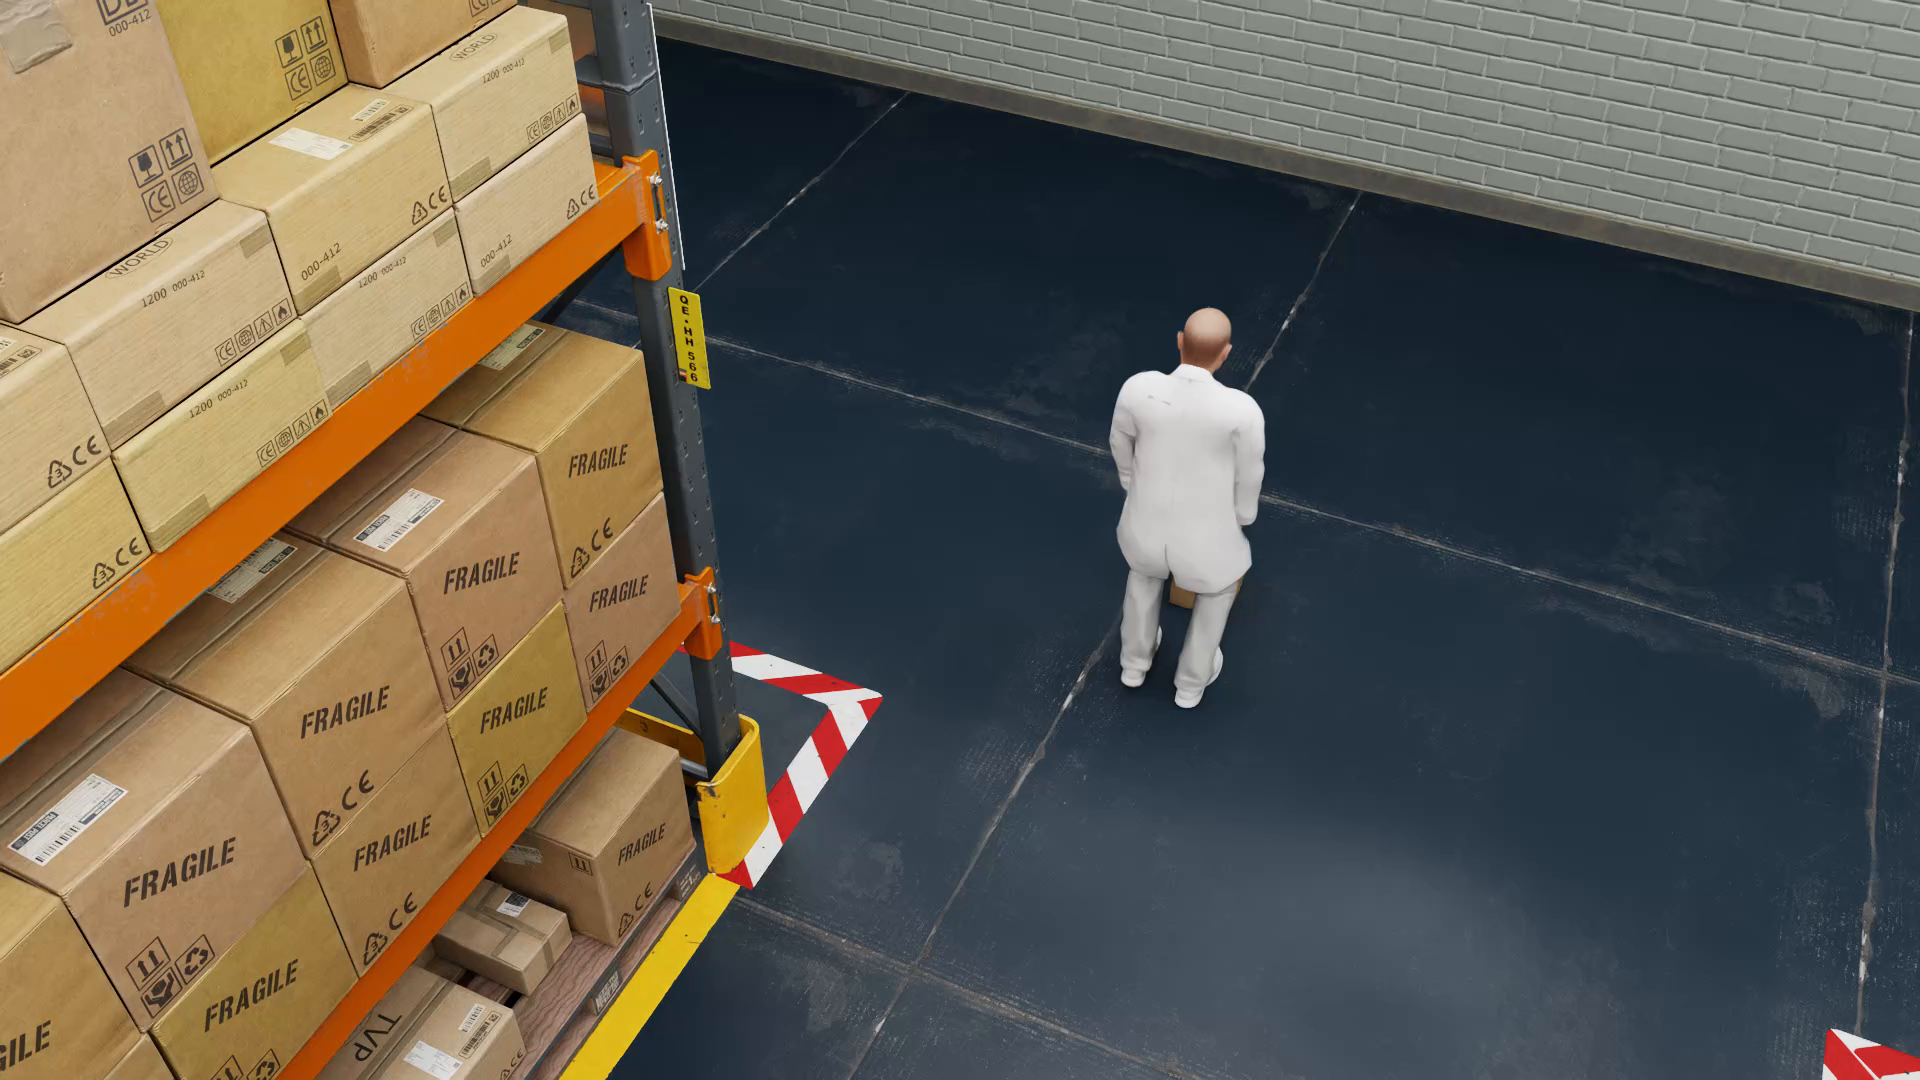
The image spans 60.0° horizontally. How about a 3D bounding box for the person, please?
[{"bbox_3d":[0.839,-0.102,6.352,0.599,1.702,0.466,18,45,20],"label":"person"}]
